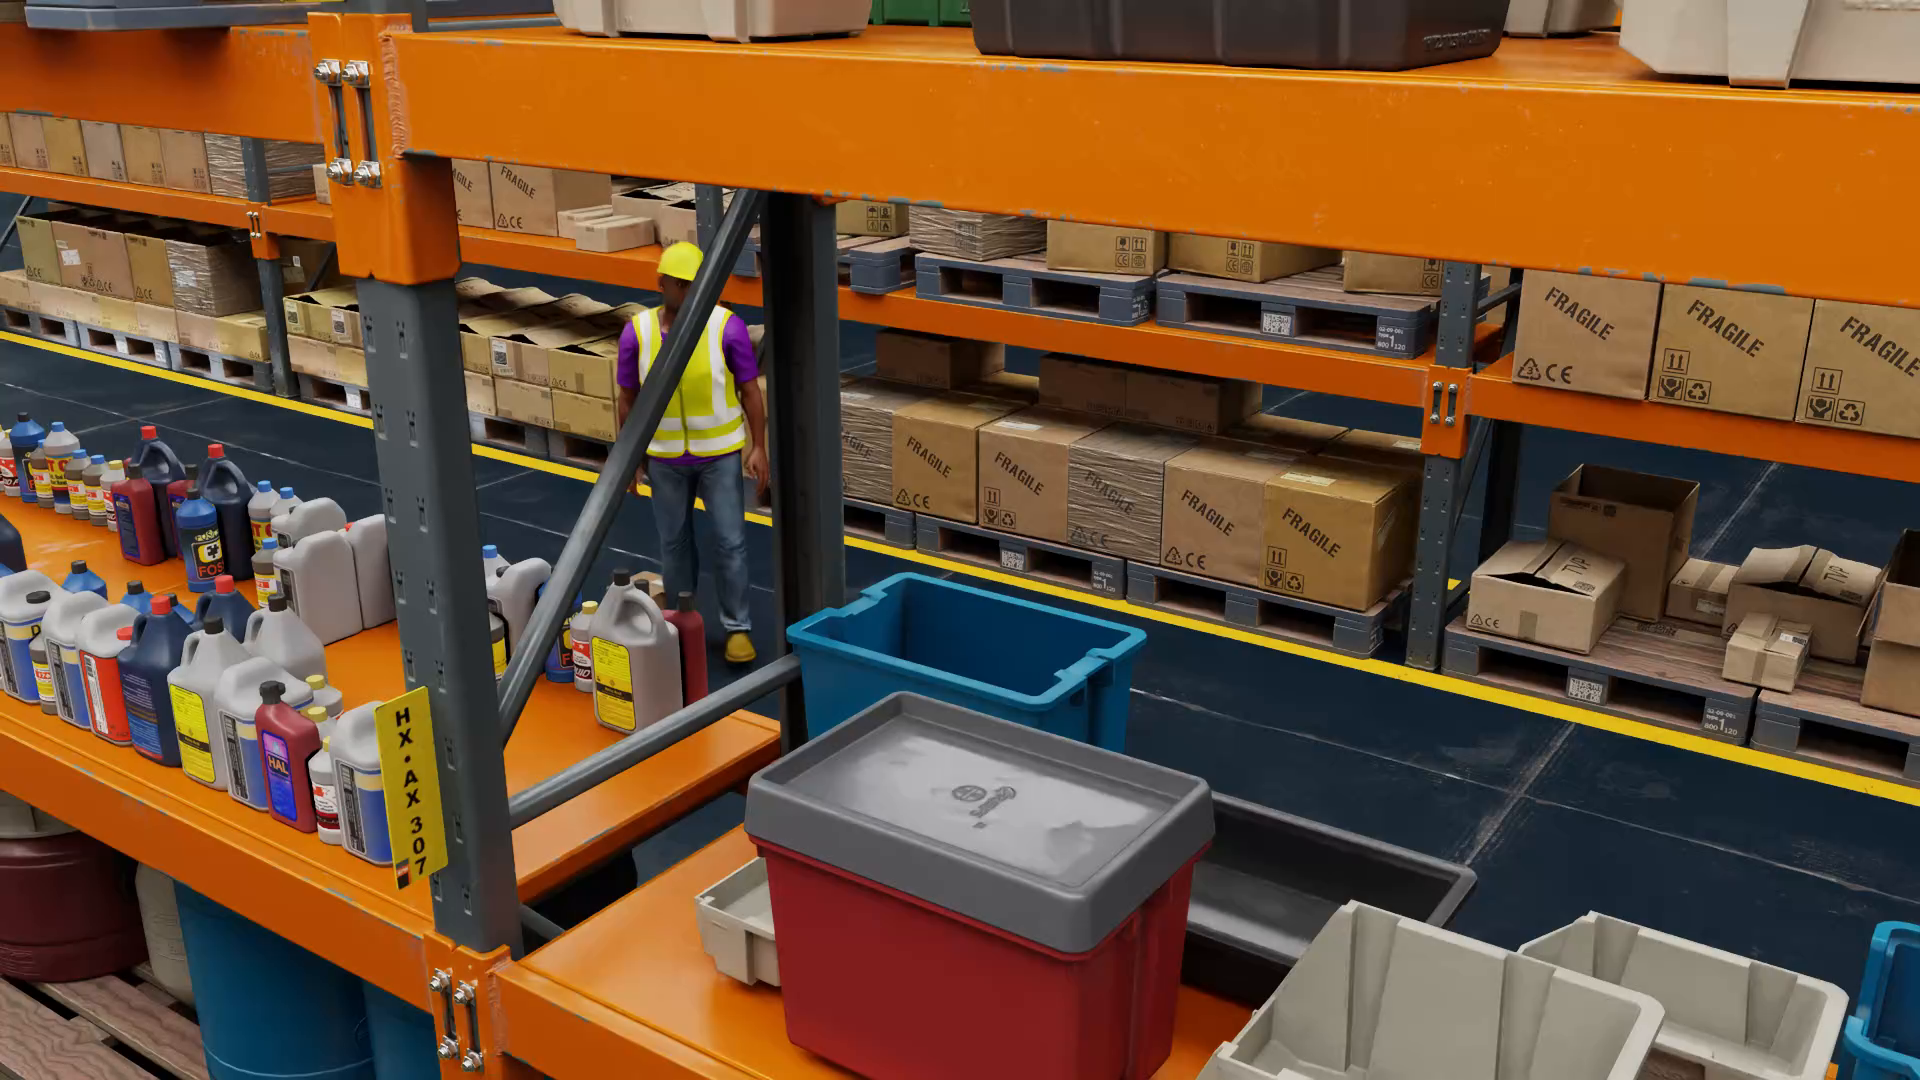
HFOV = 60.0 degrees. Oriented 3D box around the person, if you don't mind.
[{"bbox_3d":[-1.111,-0.338,6.947,0.631,1.729,0.441,1,20,3],"label":"person"}]
